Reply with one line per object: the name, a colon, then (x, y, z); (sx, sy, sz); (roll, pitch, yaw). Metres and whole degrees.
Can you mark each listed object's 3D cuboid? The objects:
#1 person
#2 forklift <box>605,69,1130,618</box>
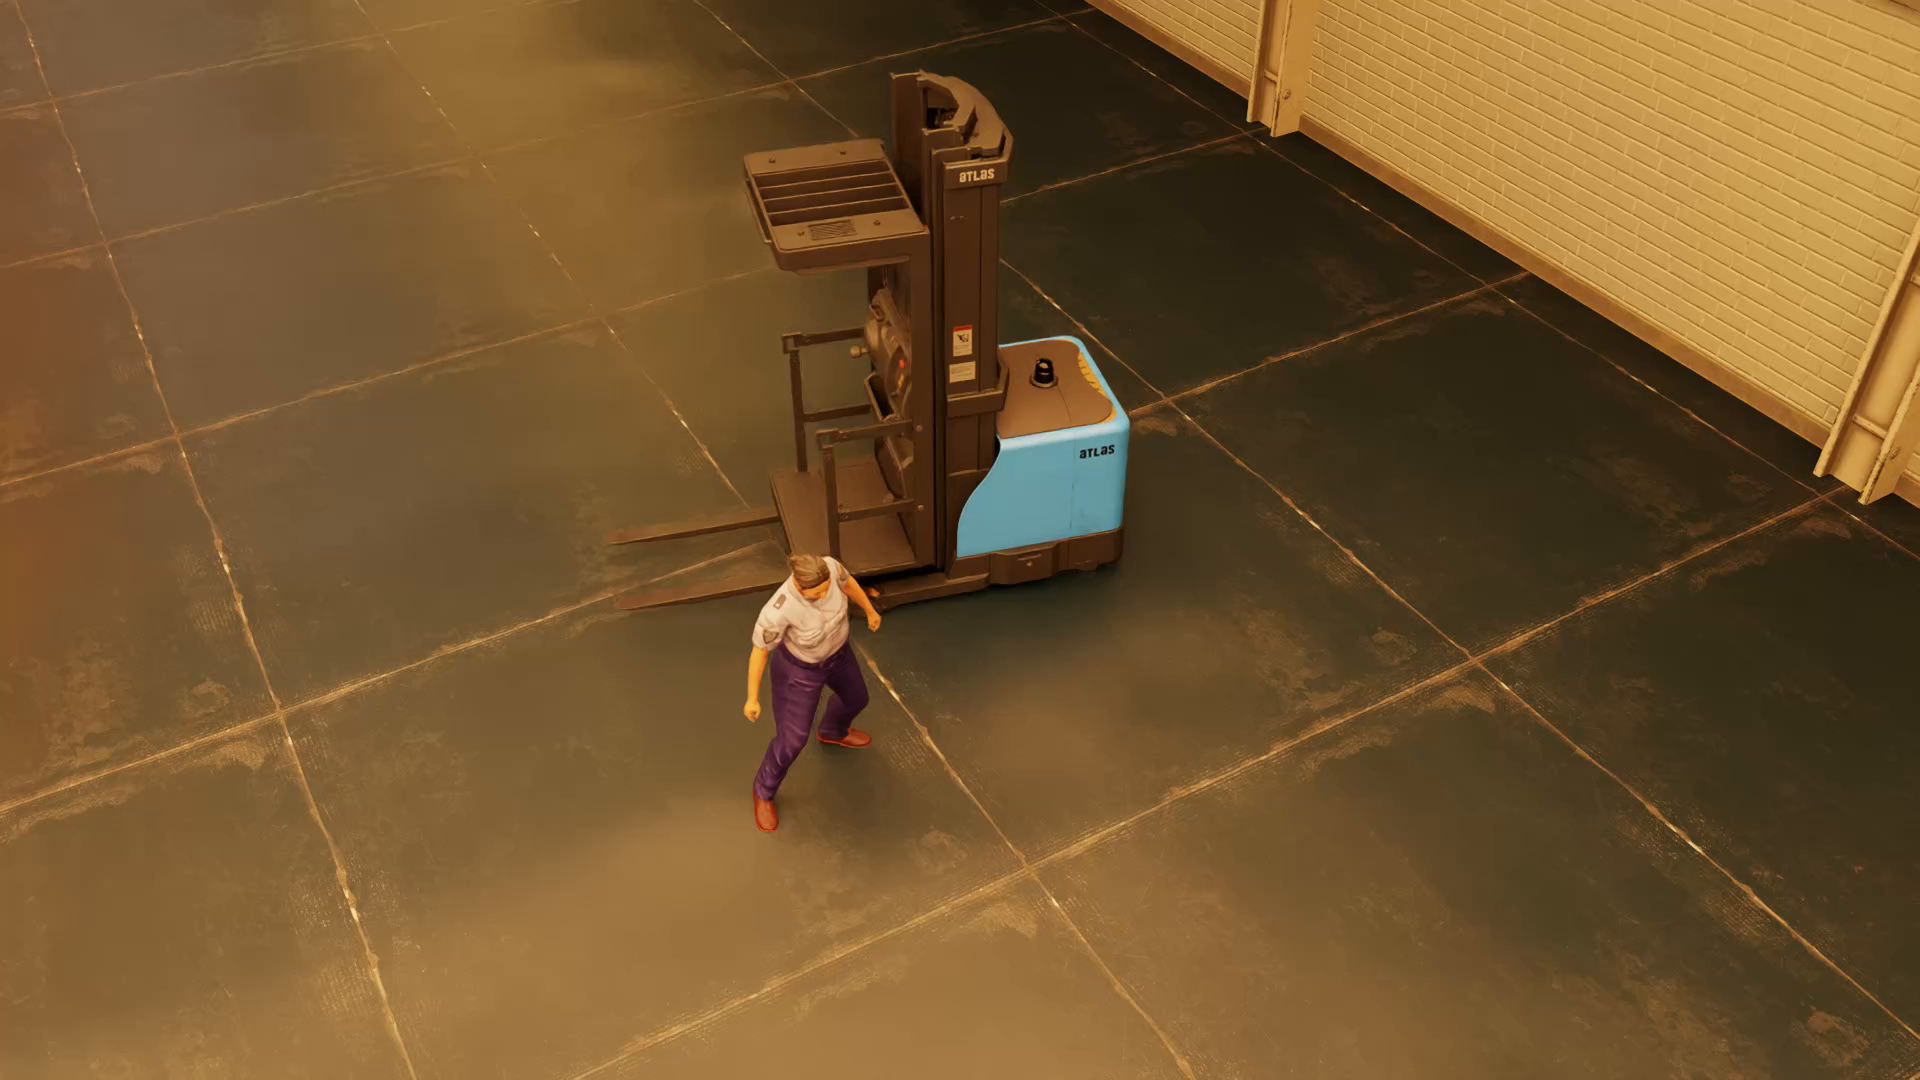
person: (-0.751, 0.654, 8.339); (0.387, 1.591, 0.929); (27, 47, 29)
forklift: (-0.588, -1.023, 9.270); (3.031, 2.935, 1.130); (-10, 41, -12)
